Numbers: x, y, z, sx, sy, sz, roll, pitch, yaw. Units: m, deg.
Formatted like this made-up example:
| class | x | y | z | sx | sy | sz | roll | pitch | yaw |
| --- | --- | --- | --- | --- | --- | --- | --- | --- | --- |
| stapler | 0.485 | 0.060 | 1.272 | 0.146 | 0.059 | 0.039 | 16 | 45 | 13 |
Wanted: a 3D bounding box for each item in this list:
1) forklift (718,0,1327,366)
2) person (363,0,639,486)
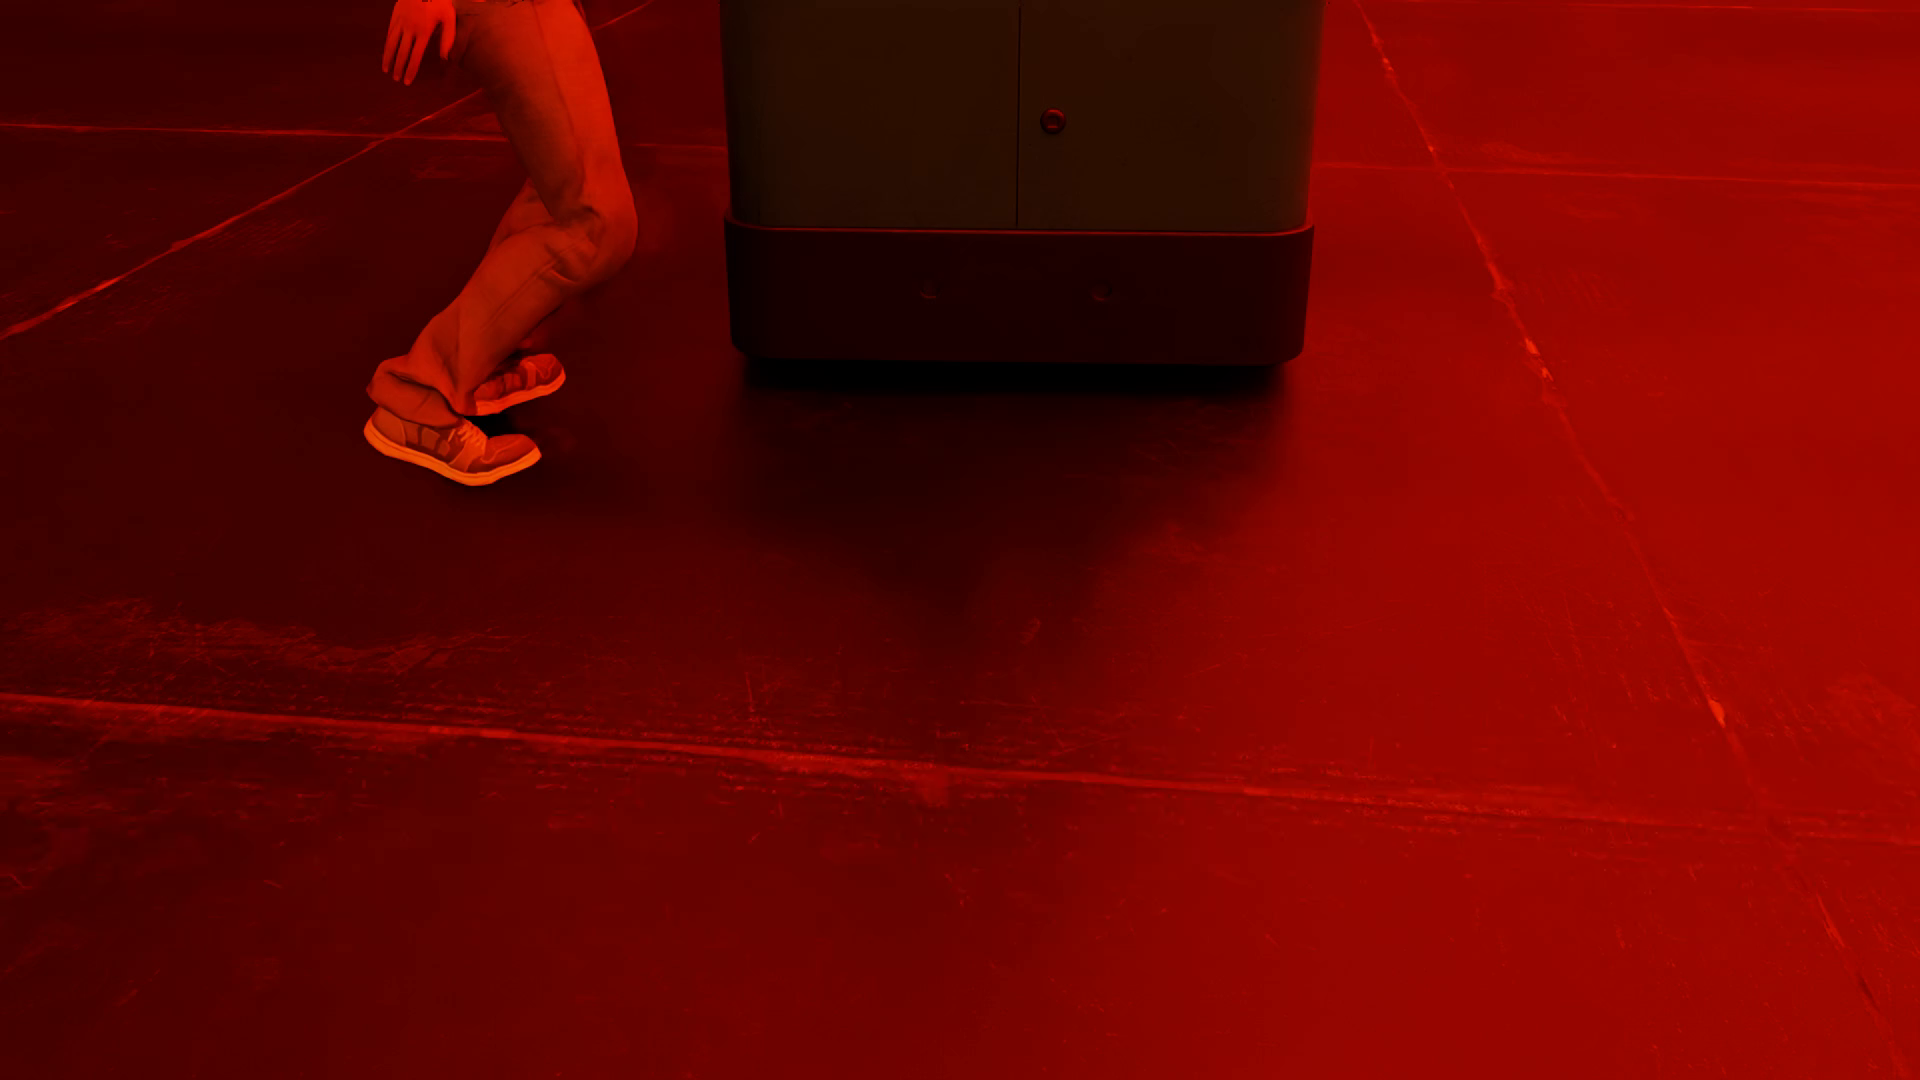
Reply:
| class | x | y | z | sx | sy | sz | roll | pitch | yaw |
| --- | --- | --- | --- | --- | --- | --- | --- | --- | --- |
| forklift | 0.162 | -2.239 | 3.705 | 1.130 | 2.935 | 3.031 | 1 | 27 | 2 |
| person | -0.731 | -0.815 | 2.448 | 0.446 | 1.518 | 0.744 | -5 | 27 | -10 |
